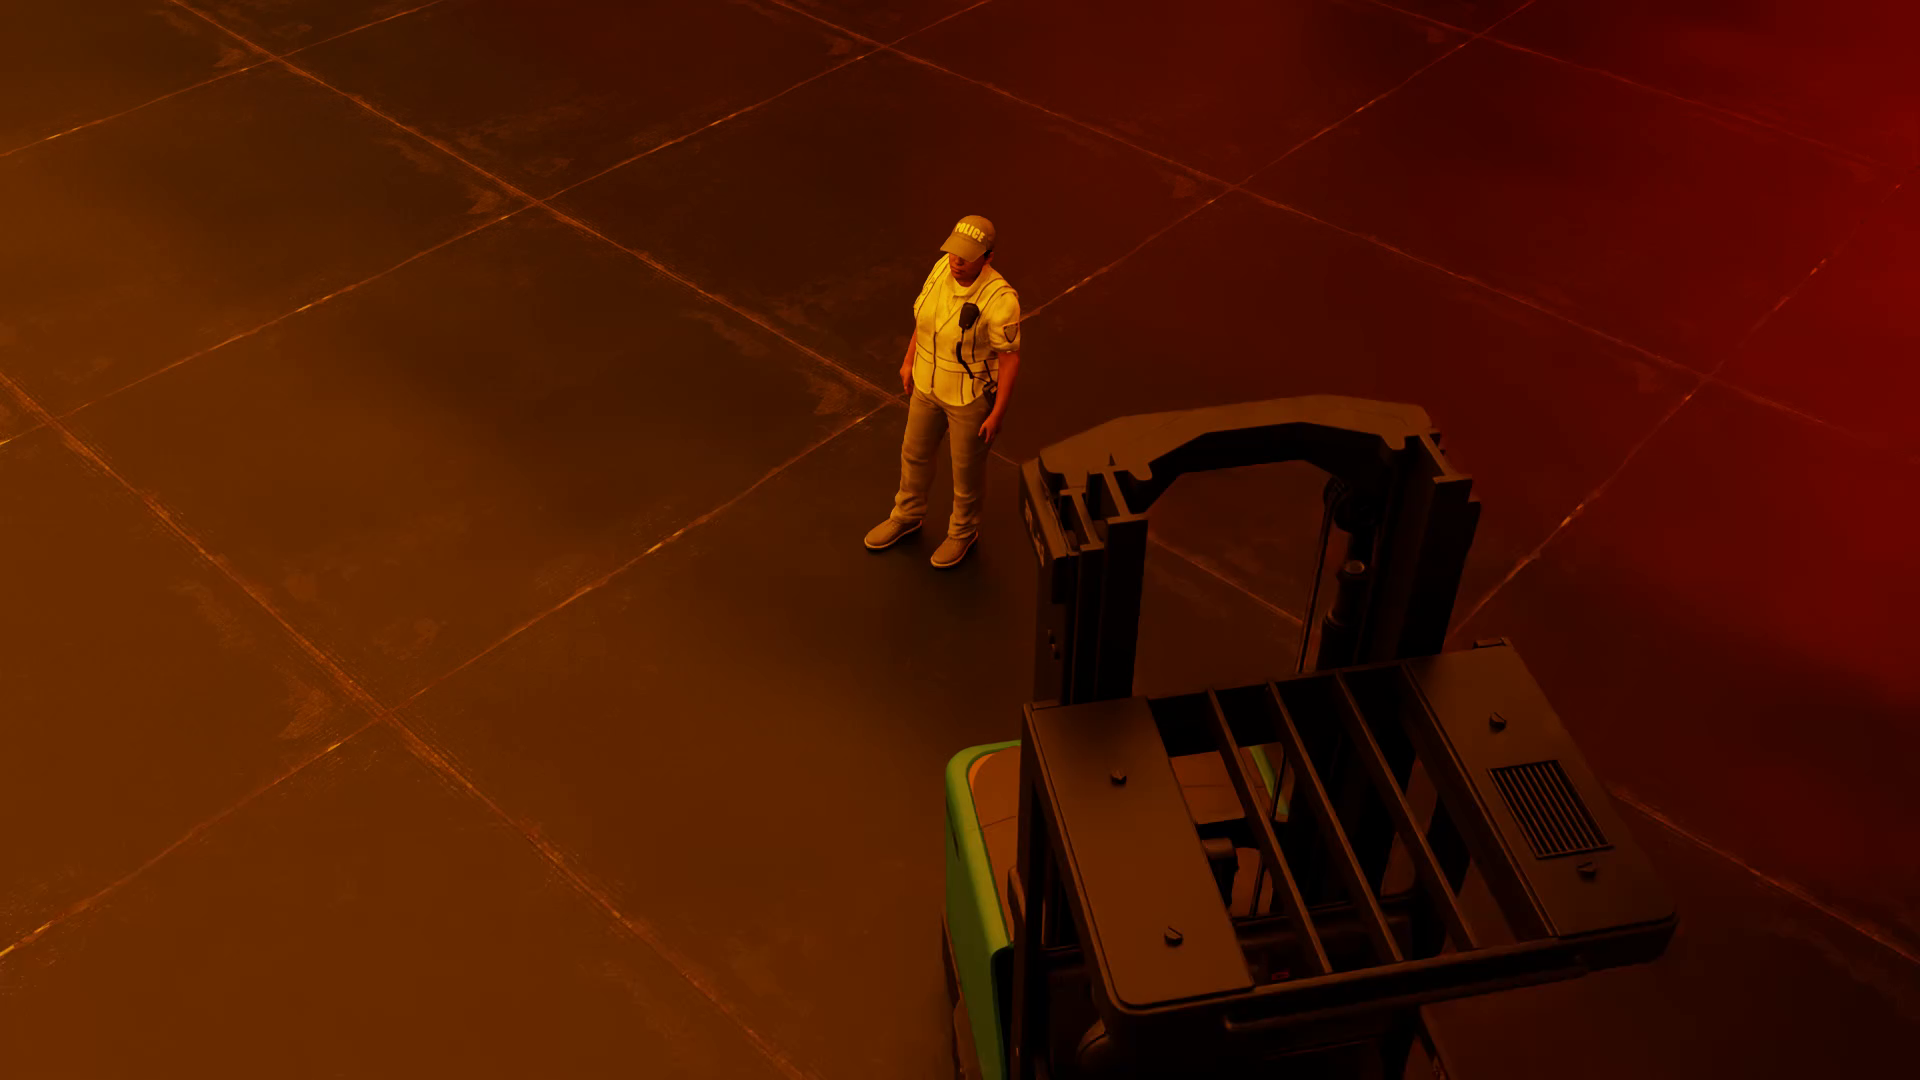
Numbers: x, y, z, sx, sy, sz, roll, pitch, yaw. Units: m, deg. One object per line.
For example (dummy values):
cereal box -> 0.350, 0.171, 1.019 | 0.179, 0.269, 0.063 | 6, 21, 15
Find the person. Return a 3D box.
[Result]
person -> -0.068, -0.611, 7.100 | 0.599, 1.670, 0.529 | 31, 49, 31

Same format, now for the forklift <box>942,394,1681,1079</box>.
forklift -> 0.718, 1.249, 3.972 | 1.130, 2.935, 3.031 | -7, 41, -8
